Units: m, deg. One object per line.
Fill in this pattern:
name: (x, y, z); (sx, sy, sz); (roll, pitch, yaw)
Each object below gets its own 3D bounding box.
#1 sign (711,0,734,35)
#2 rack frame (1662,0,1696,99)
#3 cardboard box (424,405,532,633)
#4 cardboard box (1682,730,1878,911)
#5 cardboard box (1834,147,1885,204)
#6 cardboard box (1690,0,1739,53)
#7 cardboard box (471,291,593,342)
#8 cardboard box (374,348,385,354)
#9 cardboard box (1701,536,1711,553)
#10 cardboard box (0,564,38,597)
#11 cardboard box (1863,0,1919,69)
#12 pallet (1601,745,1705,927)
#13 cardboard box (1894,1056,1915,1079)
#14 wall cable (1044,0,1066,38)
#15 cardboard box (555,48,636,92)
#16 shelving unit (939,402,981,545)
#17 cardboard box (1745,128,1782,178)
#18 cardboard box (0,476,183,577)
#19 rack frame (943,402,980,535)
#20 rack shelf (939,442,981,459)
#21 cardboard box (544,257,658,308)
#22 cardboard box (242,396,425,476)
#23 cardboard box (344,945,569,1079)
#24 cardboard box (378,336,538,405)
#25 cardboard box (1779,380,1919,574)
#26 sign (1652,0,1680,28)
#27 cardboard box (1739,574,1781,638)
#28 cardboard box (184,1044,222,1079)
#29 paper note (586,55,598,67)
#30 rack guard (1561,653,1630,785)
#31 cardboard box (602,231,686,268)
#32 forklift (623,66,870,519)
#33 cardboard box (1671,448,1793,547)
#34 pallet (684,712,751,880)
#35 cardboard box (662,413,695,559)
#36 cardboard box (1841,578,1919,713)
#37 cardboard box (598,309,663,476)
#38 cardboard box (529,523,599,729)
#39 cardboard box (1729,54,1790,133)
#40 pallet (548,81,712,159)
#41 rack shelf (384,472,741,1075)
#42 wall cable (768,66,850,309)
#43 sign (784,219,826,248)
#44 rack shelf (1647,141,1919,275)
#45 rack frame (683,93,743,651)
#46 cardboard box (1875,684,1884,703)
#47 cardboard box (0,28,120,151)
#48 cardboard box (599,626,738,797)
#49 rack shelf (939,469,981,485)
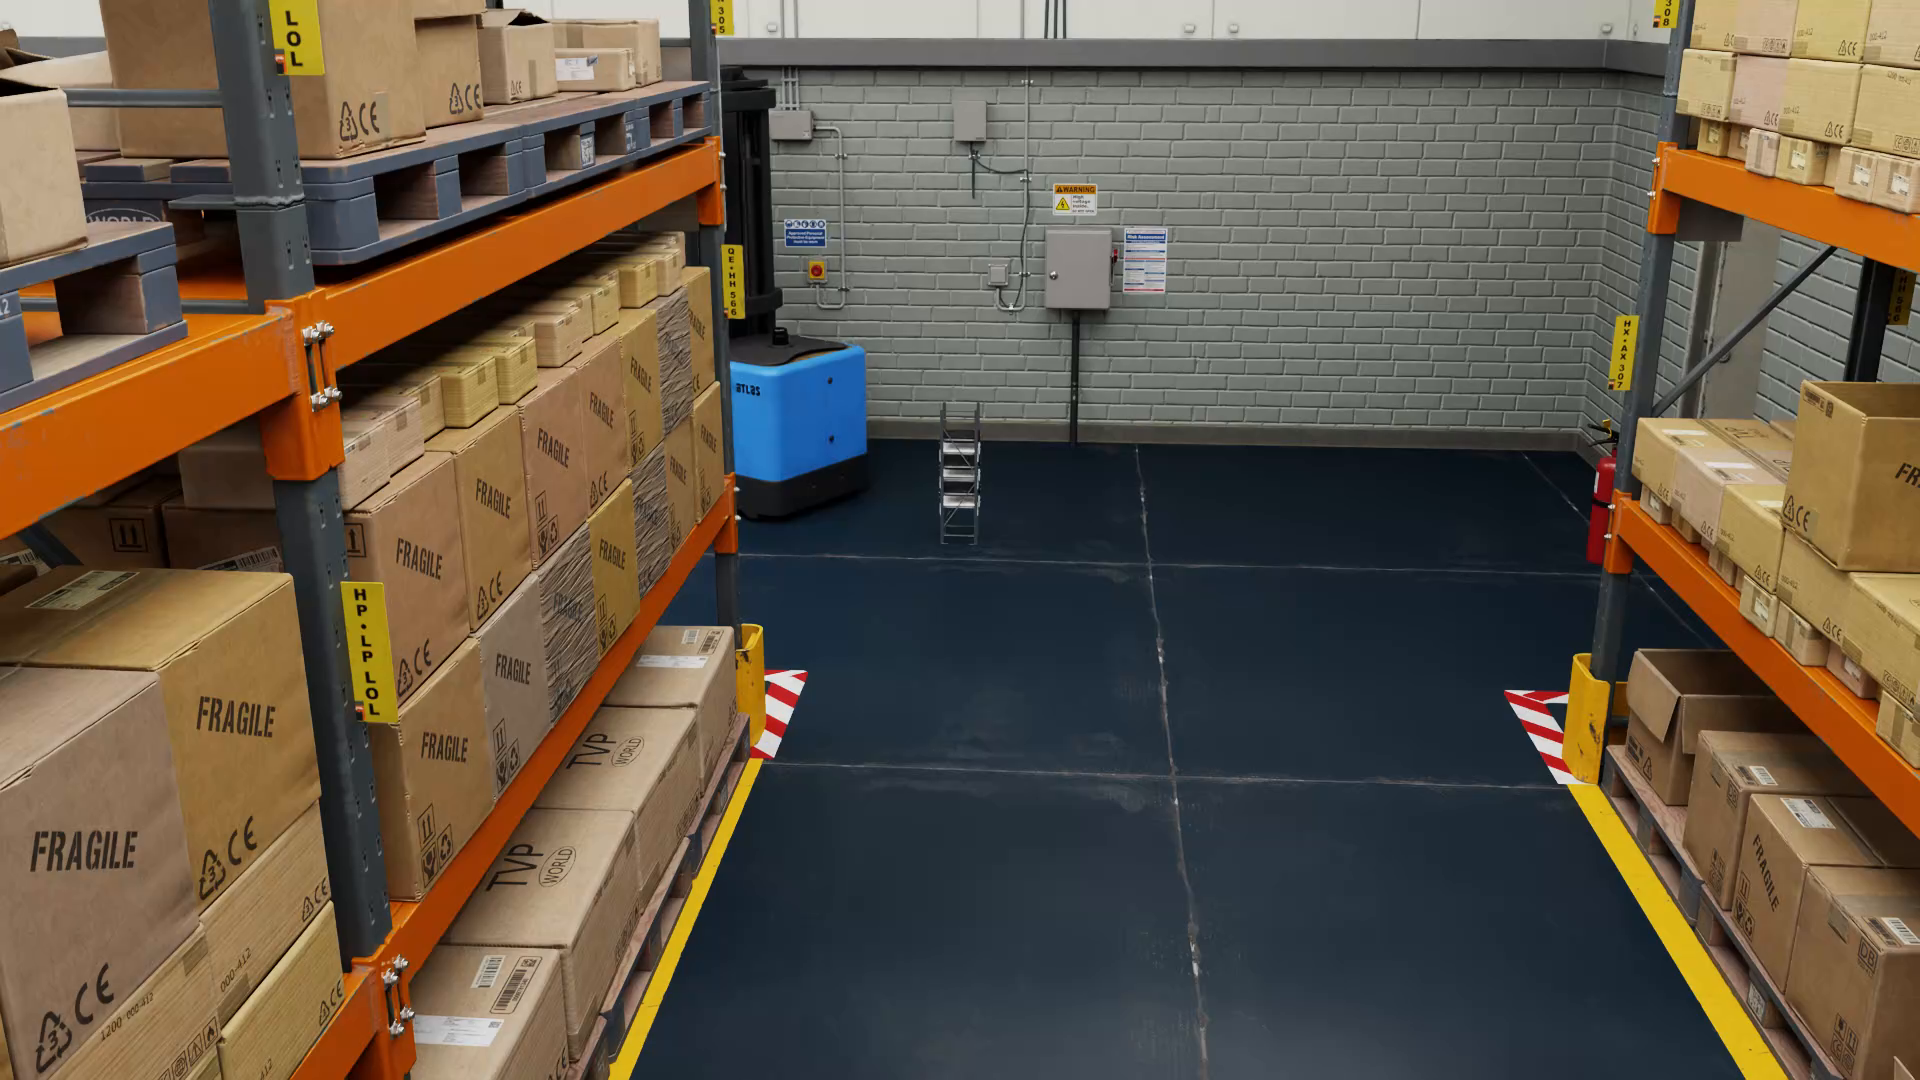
sign: (-1.004, -2.285, 6.967); (0.100, 0.325, 0.005); (1, 18, 4)
rack frame: (3.407, -3.234, 6.341); (1.000, 3.000, 0.127); (1, 18, 4)
cardboard box: (-1.512, -0.072, 4.560); (0.500, 0.500, 0.500); (1, 18, 3)
cardboard box: (3.169, 1.058, 6.218); (0.700, 0.500, 0.500); (2, 18, 6)
cardboard box: (2.946, -1.121, 5.114); (0.380, 0.149, 0.250); (1, 18, 4)
cardboard box: (3.125, -1.984, 6.303); (0.500, 0.250, 0.500); (1, 18, 3)
cardboard box: (-1.444, -0.729, 5.523); (0.380, 0.149, 0.250); (2, 18, 6)
cardboard box: (-1.971, -0.580, 5.067); (0.380, 0.149, 0.250); (1, 18, 3)
cardboard box: (3.154, -0.005, 6.525); (0.380, 0.149, 0.250); (1, 18, 3)
cardboard box: (-2.149, 0.357, 3.249); (0.500, 0.500, 0.500); (1, 18, 5)
cardboard box: (3.021, -1.512, 4.862); (0.500, 0.250, 0.500); (2, 18, 5)
pallet: (3.346, 1.213, 6.881); (1.003, 0.211, 1.213); (1, 18, 4)
cardboard box: (2.893, 1.668, 4.730); (0.396, 0.266, 0.258); (2, 18, 6)
wall cable: (2.109, -5.043, 11.801); (2.988, 3.039, 0.133); (1, 18, 4)
cardboard box: (-1.437, -1.772, 6.265); (0.380, 0.149, 0.250); (0, 18, 0)
shelving unit: (0.001, -0.430, 10.791); (0.258, 0.900, 0.210); (1, 18, 4)
cardboard box: (3.004, -1.359, 5.839); (0.380, 0.149, 0.250); (2, 18, 5)
cardboard box: (-2.072, 0.074, 4.113); (0.500, 0.500, 0.500); (1, 18, 3)
rack frame: (0.008, -0.462, 10.887); (0.240, 0.900, 0.006); (1, 18, 4)
rack shelf: (0.001, -0.570, 10.745); (0.258, 0.077, 0.200); (1, 18, 4)
cardboard box: (-1.358, -0.969, 6.255); (0.380, 0.149, 0.250); (2, 18, 5)
cardboard box: (-1.547, -0.253, 4.071); (0.380, 0.149, 0.250); (2, 18, 5)
cardboard box: (-1.679, 1.575, 4.739); (0.875, 0.438, 0.875); (1, 18, 3)
cardboard box: (-1.444, -0.492, 4.798); (0.380, 0.149, 0.250); (1, 18, 2)
cardboard box: (2.999, -0.209, 5.302); (0.500, 0.500, 0.500); (2, 18, 5)
sign: (2.866, -2.236, 6.708); (0.100, 0.325, 0.005); (1, 18, 4)
cardboard box: (2.968, 0.231, 5.803); (0.380, 0.149, 0.250); (1, 18, 2)
cardboard box: (-1.649, 1.124, 2.916); (0.500, 0.250, 0.500); (1, 18, 3)
paper note: (-1.114, -1.454, 5.046); (0.006, 0.032, 0.123); (1, 18, 4)
rack guard: (3.402, 0.828, 7.592); (1.175, 0.500, 0.348); (1, 18, 4)
cardboard box: (-1.370, -1.208, 6.983); (0.380, 0.149, 0.250); (2, 18, 5)
forklift: (-2.135, -1.880, 11.954); (3.031, 2.935, 1.130); (13, 22, 34)
cardboard box: (3.070, -0.162, 6.362); (0.500, 0.250, 0.500); (1, 18, 5)
pallet: (-1.523, 1.083, 7.280); (1.003, 0.211, 1.213); (1, 18, 4)
cardboard box: (-1.365, -0.229, 6.644); (0.500, 0.500, 0.500); (1, 18, 3)
cardboard box: (2.984, 0.315, 4.907); (0.500, 0.250, 0.500); (1, 18, 4)
cardboard box: (-1.388, -0.544, 5.999); (0.500, 0.500, 0.500); (1, 18, 4)
cardboard box: (-1.454, 0.252, 5.177); (0.500, 0.500, 0.500); (1, 18, 4)
cardboard box: (3.087, -1.589, 5.900); (0.500, 0.250, 0.500); (2, 18, 5)
pallet: (-1.587, -1.645, 6.452); (1.003, 0.211, 1.213); (1, 18, 4)
rack shelf: (-1.687, 0.470, 5.826); (1.077, 0.370, 4.000); (1, 18, 4)
wall cable: (-1.163, -2.742, 12.792); (0.585, 1.953, 0.123); (1, 18, 4)
sign: (-1.207, -2.393, 12.975); (0.327, 0.218, 0.001); (1, 18, 4)
rack shelf: (3.264, -0.845, 5.024); (1.077, 0.370, 4.000); (1, 18, 4)
rack frame: (-1.544, -0.493, 7.609); (1.000, 3.000, 0.127); (1, 18, 4)
cardboard box: (3.049, 0.473, 5.066); (0.380, 0.149, 0.250); (2, 18, 5)
cardboard box: (-2.104, -1.065, 3.918); (0.396, 0.266, 0.258); (2, 18, 6)
cardboard box: (-1.491, 0.733, 7.311); (0.875, 0.438, 0.875); (1, 18, 2)
rack shelf: (0.001, -0.398, 10.801); (0.258, 0.077, 0.200); (1, 18, 4)
